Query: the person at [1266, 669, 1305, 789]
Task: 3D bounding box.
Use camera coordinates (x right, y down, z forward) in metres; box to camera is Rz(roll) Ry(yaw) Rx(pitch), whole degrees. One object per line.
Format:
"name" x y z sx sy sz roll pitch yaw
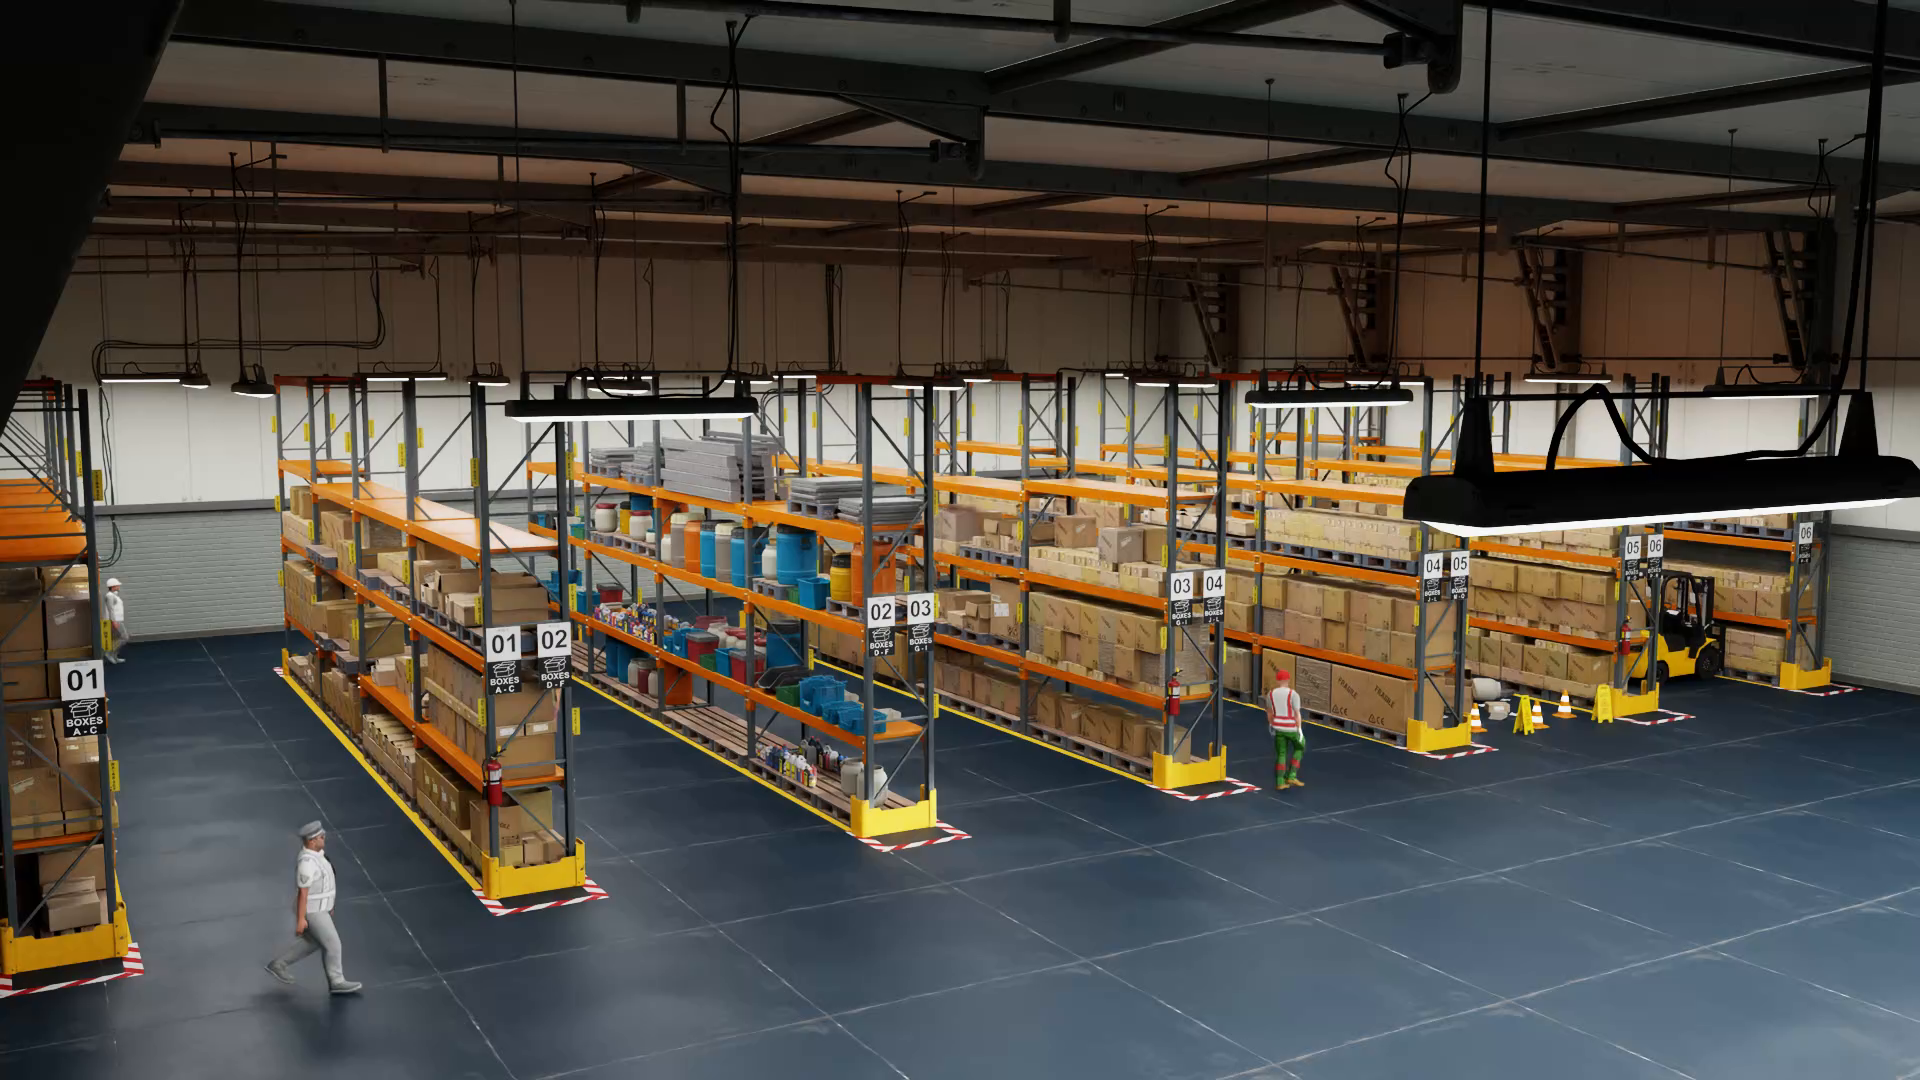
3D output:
"person" 4.801 2.769 24.445 0.590 1.783 0.466 4 7 33

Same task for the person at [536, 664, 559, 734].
"person" -6.617 2.643 26.333 0.535 1.654 0.640 -5 8 -38

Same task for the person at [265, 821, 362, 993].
"person" -6.469 3.650 16.548 0.968 1.735 0.585 -1 6 -6

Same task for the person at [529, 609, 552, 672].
"person" -8.235 1.953 32.481 0.611 1.657 0.934 0 6 4

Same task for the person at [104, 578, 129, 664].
"person" -17.496 1.672 34.386 0.461 1.770 0.563 -4 8 -34
